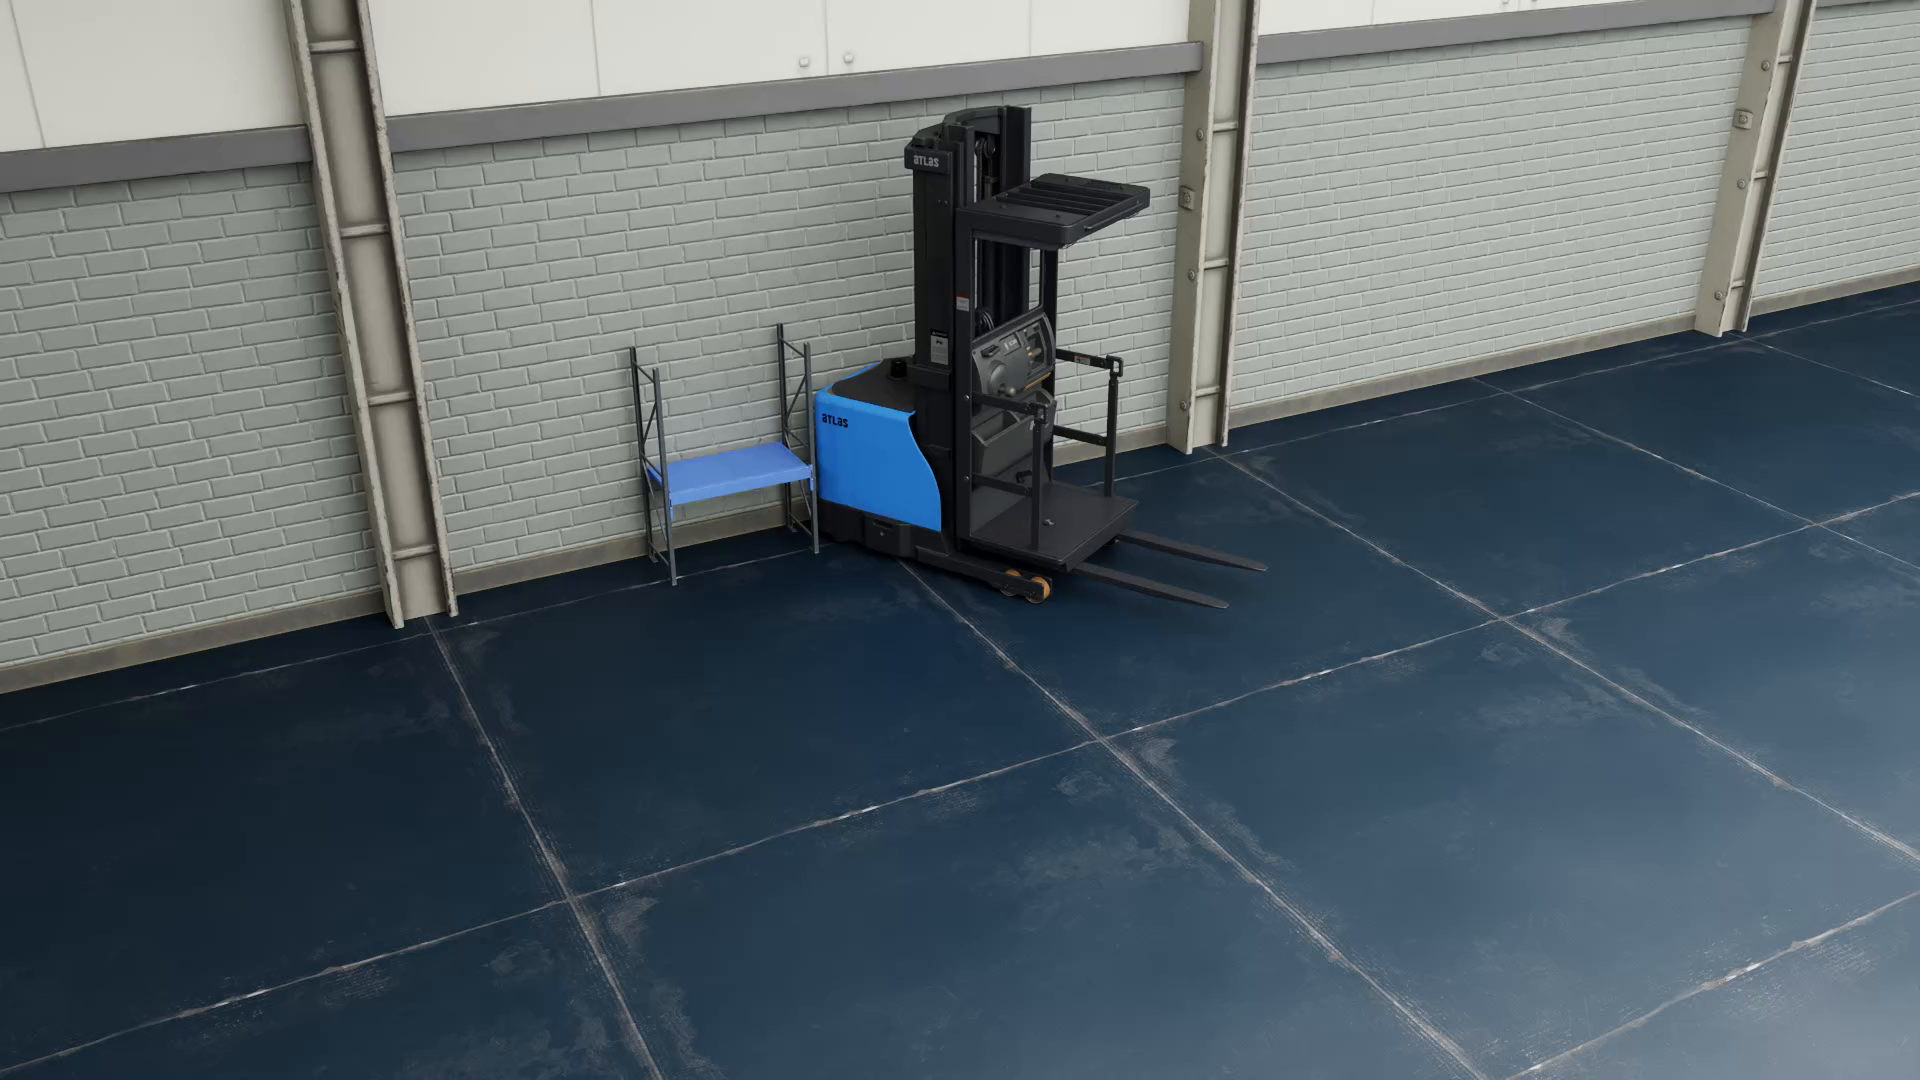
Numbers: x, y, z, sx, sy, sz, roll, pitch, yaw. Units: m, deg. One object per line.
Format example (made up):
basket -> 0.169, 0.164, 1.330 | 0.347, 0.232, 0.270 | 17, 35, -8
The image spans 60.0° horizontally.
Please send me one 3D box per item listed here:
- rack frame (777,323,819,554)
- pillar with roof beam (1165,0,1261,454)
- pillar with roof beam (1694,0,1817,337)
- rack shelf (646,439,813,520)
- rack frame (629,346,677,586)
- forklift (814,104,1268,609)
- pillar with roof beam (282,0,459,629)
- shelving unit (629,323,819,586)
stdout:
rack frame -> -1.095, -0.679, 11.234 | 0.032, 1.500, 0.500 | -13, 29, -25
pillar with roof beam -> 3.889, -3.178, 7.774 | 0.400, 9.000, 9.100 | -13, 29, -25
pillar with roof beam -> 9.184, -4.400, 10.319 | 0.400, 9.000, 9.100 | -13, 29, -25
rack shelf -> -1.544, -0.413, 11.096 | 1.000, 0.185, 0.538 | -13, 29, -25
rack frame -> -1.992, -0.472, 10.802 | 0.032, 1.500, 0.500 | -13, 29, -25
forklift -> 0.525, -1.176, 10.616 | 3.031, 2.935, 1.130 | 15, 30, 29
pillar with roof beam -> -1.405, -1.956, 5.229 | 0.400, 9.000, 9.100 | -13, 29, -25
shelving unit -> -1.544, -0.576, 11.018 | 1.048, 1.500, 0.538 | -13, 29, -25
